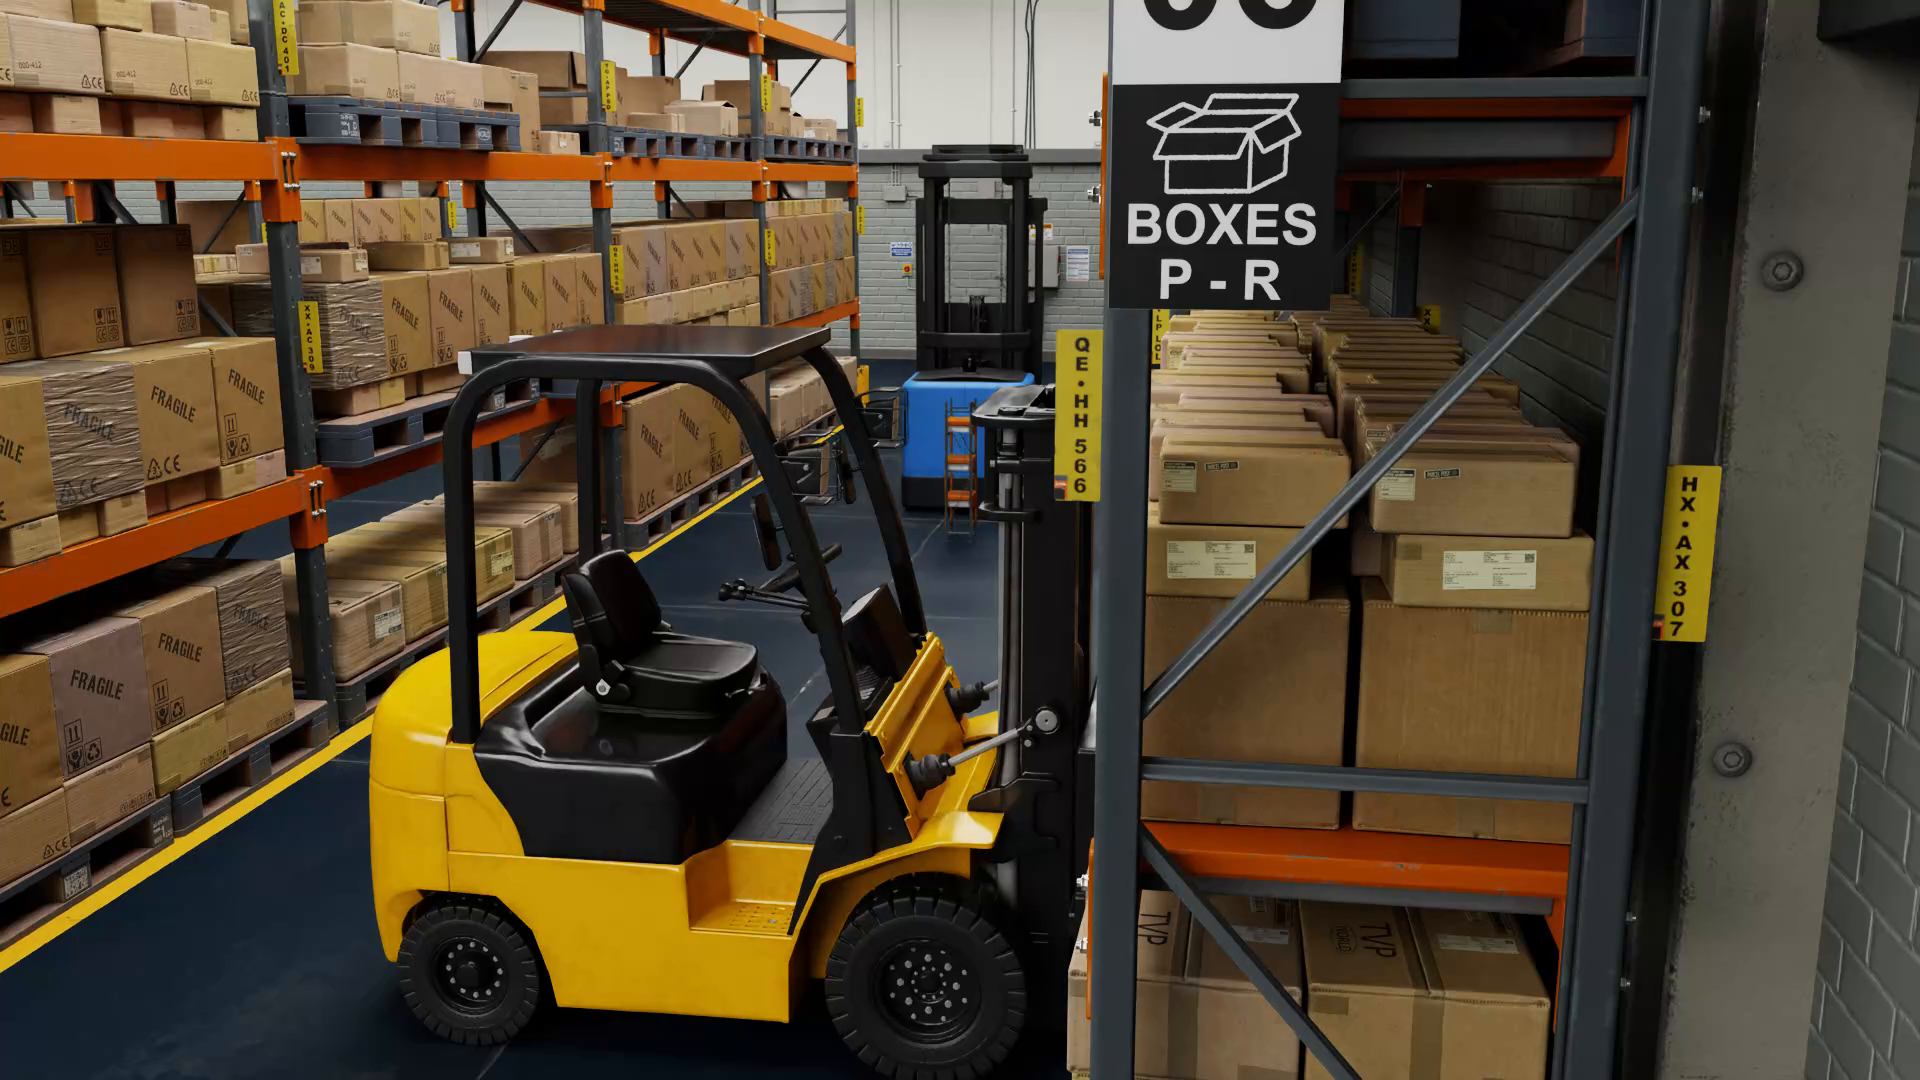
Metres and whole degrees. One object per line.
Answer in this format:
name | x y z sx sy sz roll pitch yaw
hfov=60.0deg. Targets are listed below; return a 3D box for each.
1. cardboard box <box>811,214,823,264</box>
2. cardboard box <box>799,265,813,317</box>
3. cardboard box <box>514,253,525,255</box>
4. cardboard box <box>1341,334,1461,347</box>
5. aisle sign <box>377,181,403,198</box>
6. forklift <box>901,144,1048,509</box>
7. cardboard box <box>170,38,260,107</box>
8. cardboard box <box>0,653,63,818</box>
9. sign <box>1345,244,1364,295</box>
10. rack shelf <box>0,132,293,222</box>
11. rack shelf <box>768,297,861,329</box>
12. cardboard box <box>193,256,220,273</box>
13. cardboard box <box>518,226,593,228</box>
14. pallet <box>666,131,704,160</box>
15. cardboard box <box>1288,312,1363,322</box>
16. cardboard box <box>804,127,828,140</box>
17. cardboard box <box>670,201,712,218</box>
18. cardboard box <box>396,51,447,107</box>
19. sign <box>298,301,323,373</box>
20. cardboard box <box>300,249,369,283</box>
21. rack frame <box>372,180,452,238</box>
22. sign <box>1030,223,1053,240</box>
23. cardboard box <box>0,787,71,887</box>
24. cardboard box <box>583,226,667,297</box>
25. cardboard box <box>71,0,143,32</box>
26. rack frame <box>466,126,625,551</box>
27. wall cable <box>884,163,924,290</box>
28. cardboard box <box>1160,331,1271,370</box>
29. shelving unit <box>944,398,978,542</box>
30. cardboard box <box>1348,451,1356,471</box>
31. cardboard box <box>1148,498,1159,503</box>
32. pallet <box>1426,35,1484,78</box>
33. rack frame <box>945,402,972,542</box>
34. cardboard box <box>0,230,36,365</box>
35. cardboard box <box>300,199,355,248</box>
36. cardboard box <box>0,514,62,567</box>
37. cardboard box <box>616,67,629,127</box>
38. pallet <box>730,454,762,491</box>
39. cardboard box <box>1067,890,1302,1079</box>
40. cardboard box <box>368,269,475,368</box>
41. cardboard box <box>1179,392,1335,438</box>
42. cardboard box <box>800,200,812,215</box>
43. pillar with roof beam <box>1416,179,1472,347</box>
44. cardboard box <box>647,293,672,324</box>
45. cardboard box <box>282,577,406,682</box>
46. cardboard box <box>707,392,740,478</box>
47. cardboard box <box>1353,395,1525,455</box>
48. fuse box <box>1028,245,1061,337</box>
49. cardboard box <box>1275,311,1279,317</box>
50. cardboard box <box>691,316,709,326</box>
cardboard box | -1.729 -3.135 17.310 0.500 0.500 0.500 2 12 8
cardboard box | -1.800 -2.536 16.904 0.500 0.500 0.500 2 12 9
cardboard box | -3.208 -1.671 11.186 0.500 0.500 0.500 2 12 7
cardboard box | 1.545 -0.639 5.856 0.380 0.149 0.250 2 12 8
aisle sign | -6.872 -4.458 19.887 0.394 0.787 0.004 2 12 9
forklift | 0.190 -1.942 14.547 1.130 2.935 3.031 1 12 6
cardboard box | -3.328 -1.962 7.008 0.500 0.250 0.500 2 12 8
cardboard box | -3.579 0.703 5.860 0.500 0.500 0.500 2 12 10
sign | 2.544 -1.746 10.727 0.100 0.325 0.005 2 12 9
rack shelf | -3.833 -1.223 5.636 1.077 0.370 4.000 2 12 9
rack shelf | -1.988 -2.255 17.543 1.077 0.370 4.000 2 12 9
cardboard box | -7.111 -2.557 15.425 0.380 0.149 0.250 2 12 7
cardboard box | -3.019 -2.118 12.591 0.500 0.500 0.500 2 12 10
pallet | -2.695 -3.100 13.086 1.003 0.211 1.213 2 12 11
cardboard box | 1.926 -1.113 8.759 0.380 0.149 0.250 2 12 9
cardboard box | -1.646 -4.434 18.190 0.380 0.149 0.250 1 12 4
cardboard box | -2.562 -3.119 15.696 0.380 0.149 0.250 2 12 7
cardboard box | -2.963 -2.337 8.458 0.500 0.250 0.500 2 12 8
sign | -2.988 -0.932 7.643 0.100 0.325 0.005 2 12 9
cardboard box | -3.104 -1.328 8.055 0.380 0.149 0.250 2 12 8
rack frame | -6.587 -3.162 20.046 1.000 3.000 0.127 2 12 9
sign | 1.194 -4.547 24.514 0.339 0.242 0.001 2 12 9
cardboard box | -3.586 1.068 5.948 0.500 0.250 0.500 3 12 12
cardboard box | -2.526 -2.093 12.476 0.500 0.500 0.500 2 12 9
cardboard box | -3.362 -2.019 6.325 0.380 0.149 0.250 2 12 10
rack frame | -2.911 -1.357 11.672 1.000 3.000 0.127 2 12 9
wall cable | -0.836 -4.709 24.739 0.585 1.953 0.123 2 12 9
cardboard box | 0.915 -0.658 5.945 0.380 0.149 0.250 2 12 10
shelving unit | 0.008 -0.524 12.434 0.215 1.050 0.252 2 12 9
cardboard box | 1.331 -0.278 4.888 0.380 0.149 0.250 2 12 8
cardboard box | 0.551 -0.033 3.751 0.380 0.149 0.250 2 12 10
pallet | 1.084 -1.356 4.756 1.003 0.211 1.213 2 12 9
rack frame | -0.011 -0.499 12.317 0.200 1.050 0.008 2 12 9
cardboard box | -4.012 -0.914 6.297 0.700 0.500 0.500 2 12 7
cardboard box | -6.719 -3.311 17.419 0.500 0.500 0.500 2 12 10
cardboard box | -3.500 -0.006 6.000 0.380 0.149 0.250 2 12 9
cardboard box | -2.926 -3.454 13.047 0.500 0.500 0.500 2 12 9
pallet | -2.340 -0.664 15.073 1.003 0.211 1.213 2 12 9
cardboard box | 0.527 1.012 3.833 0.500 0.250 0.500 2 12 11
cardboard box | -3.004 -1.219 9.091 0.500 0.500 0.500 2 12 8
cardboard box | 0.744 -0.282 4.198 0.380 0.149 0.250 2 12 9
cardboard box | -1.738 -3.419 17.085 0.380 0.149 0.250 2 12 9
pillar with roof beam | -1.569 -3.969 9.549 9.100 9.000 0.400 2 12 9
cardboard box | -2.508 -1.733 12.586 0.500 0.250 0.500 2 12 10
cardboard box | -3.448 0.445 8.548 0.950 0.372 0.625 2 12 9
cardboard box | -2.443 -1.037 14.230 0.875 0.875 0.875 2 12 10
cardboard box | 1.180 -0.266 4.125 0.380 0.149 0.250 2 12 9
fuse box | 1.217 -3.469 24.528 0.539 1.711 0.414 2 12 9
cardboard box | 2.145 -1.489 10.506 0.380 0.149 0.250 2 12 10
cardboard box | -2.366 -1.697 13.604 0.500 0.250 0.500 2 12 9
